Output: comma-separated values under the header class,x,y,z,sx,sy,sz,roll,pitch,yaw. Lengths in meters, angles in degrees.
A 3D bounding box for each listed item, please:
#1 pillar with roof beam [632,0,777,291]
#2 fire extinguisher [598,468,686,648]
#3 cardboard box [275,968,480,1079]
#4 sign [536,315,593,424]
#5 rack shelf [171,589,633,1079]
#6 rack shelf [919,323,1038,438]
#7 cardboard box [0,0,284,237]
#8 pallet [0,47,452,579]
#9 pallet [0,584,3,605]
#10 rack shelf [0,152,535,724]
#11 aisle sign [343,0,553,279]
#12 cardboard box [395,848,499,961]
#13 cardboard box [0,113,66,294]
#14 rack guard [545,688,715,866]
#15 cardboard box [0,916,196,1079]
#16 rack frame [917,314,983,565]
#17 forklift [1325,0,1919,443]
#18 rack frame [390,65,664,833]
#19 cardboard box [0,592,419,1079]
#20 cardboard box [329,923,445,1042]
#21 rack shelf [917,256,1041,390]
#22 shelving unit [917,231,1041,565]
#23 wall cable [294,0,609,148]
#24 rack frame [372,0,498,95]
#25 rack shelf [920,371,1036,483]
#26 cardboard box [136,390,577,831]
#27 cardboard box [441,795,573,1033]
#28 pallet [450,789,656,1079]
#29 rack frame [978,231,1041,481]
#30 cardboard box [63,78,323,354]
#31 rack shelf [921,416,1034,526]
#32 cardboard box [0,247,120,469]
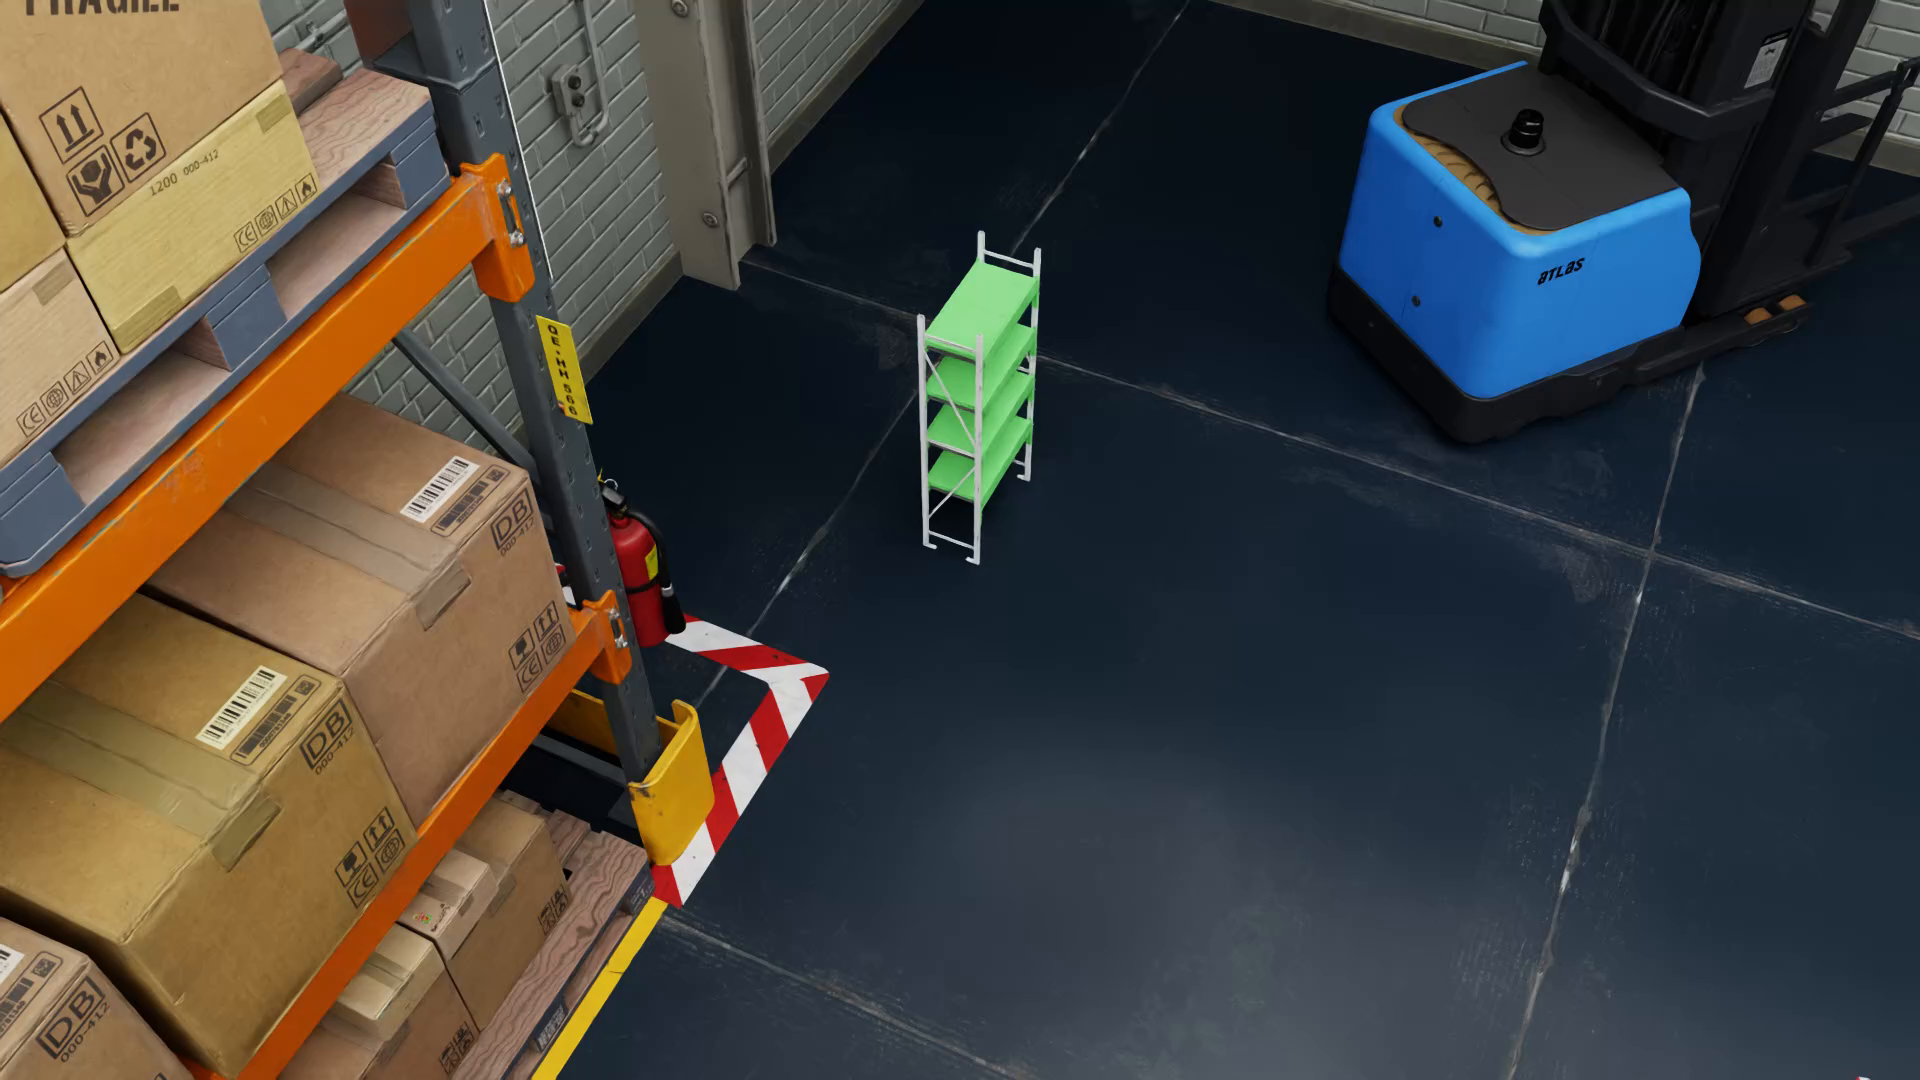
class,x,y,z,sx,sy,sz,roll,pitch,yaw
pillar with roof beam,2.820,-2.828,3.063,9.100,9.000,0.400,20,52,16
fire extinguisher,-0.962,0.049,4.850,0.296,0.674,0.183,20,52,16
cardboard box,-1.867,1.390,4.779,0.700,0.500,0.500,20,52,16
sign,-0.959,-0.409,4.028,0.100,0.325,0.005,20,52,16
rack shelf,-2.299,1.467,3.820,1.077,0.370,4.000,20,52,16
rack shelf,0.071,-0.617,6.071,0.258,0.148,0.480,20,52,16
cardboard box,-1.510,-0.886,2.644,0.500,0.500,0.500,20,52,16
pallet,-1.752,-0.573,3.172,1.003,0.211,1.213,20,52,16
pallet,-2.272,0.270,2.454,1.003,0.211,1.213,20,52,16
rack shelf,-2.299,0.495,2.677,1.077,0.370,4.000,20,52,16
aisle sign,-1.142,-0.938,3.687,0.394,0.787,0.004,20,52,16
cardboard box,-1.543,0.982,4.699,0.380,0.149,0.250,19,52,16
cardboard box,-1.734,-0.545,2.354,0.500,0.500,0.500,21,53,17
rack guard,-1.434,0.650,5.684,1.175,0.500,0.348,20,52,16
cardboard box,-2.288,1.140,3.428,0.980,0.700,0.700,18,52,14
rack frame,-0.034,-0.335,6.062,0.240,1.200,0.015,20,52,16
forklift,3.173,-2.141,6.463,3.031,2.935,1.130,-21,53,-17
rack frame,-1.444,-0.144,4.718,1.000,3.000,0.127,20,52,16
cardboard box,-1.954,0.618,3.873,0.980,0.700,0.700,19,52,16
cardboard box,-1.651,1.159,4.549,0.380,0.149,0.250,21,53,17
rack shelf,0.071,-0.772,5.888,0.258,0.148,0.480,20,52,16
shelving unit,0.071,-0.503,6.205,0.258,1.200,0.503,20,52,16
wall cable,-1.752,-1.662,5.343,0.084,1.984,1.851,20,52,16
rack frame,-1.444,-2.088,2.433,1.000,3.000,0.127,20,52,16
rack shelf,0.071,-0.461,6.254,0.258,0.148,0.480,20,52,16
cardboard box,-1.653,0.114,4.302,0.980,0.700,0.700,22,53,18
cardboard box,-1.653,1.045,5.072,0.700,0.500,0.500,20,52,16
pallet,-1.715,1.336,5.290,1.003,0.211,1.213,20,52,16
rack frame,0.175,-0.671,6.348,0.240,1.200,0.015,20,52,16
cardboard box,-1.517,-0.645,2.932,0.500,0.250,0.500,21,53,17
rack shelf,0.071,-0.306,6.437,0.258,0.148,0.480,20,52,16
cardboard box,-1.738,-0.286,2.627,0.500,0.250,0.500,18,52,15
